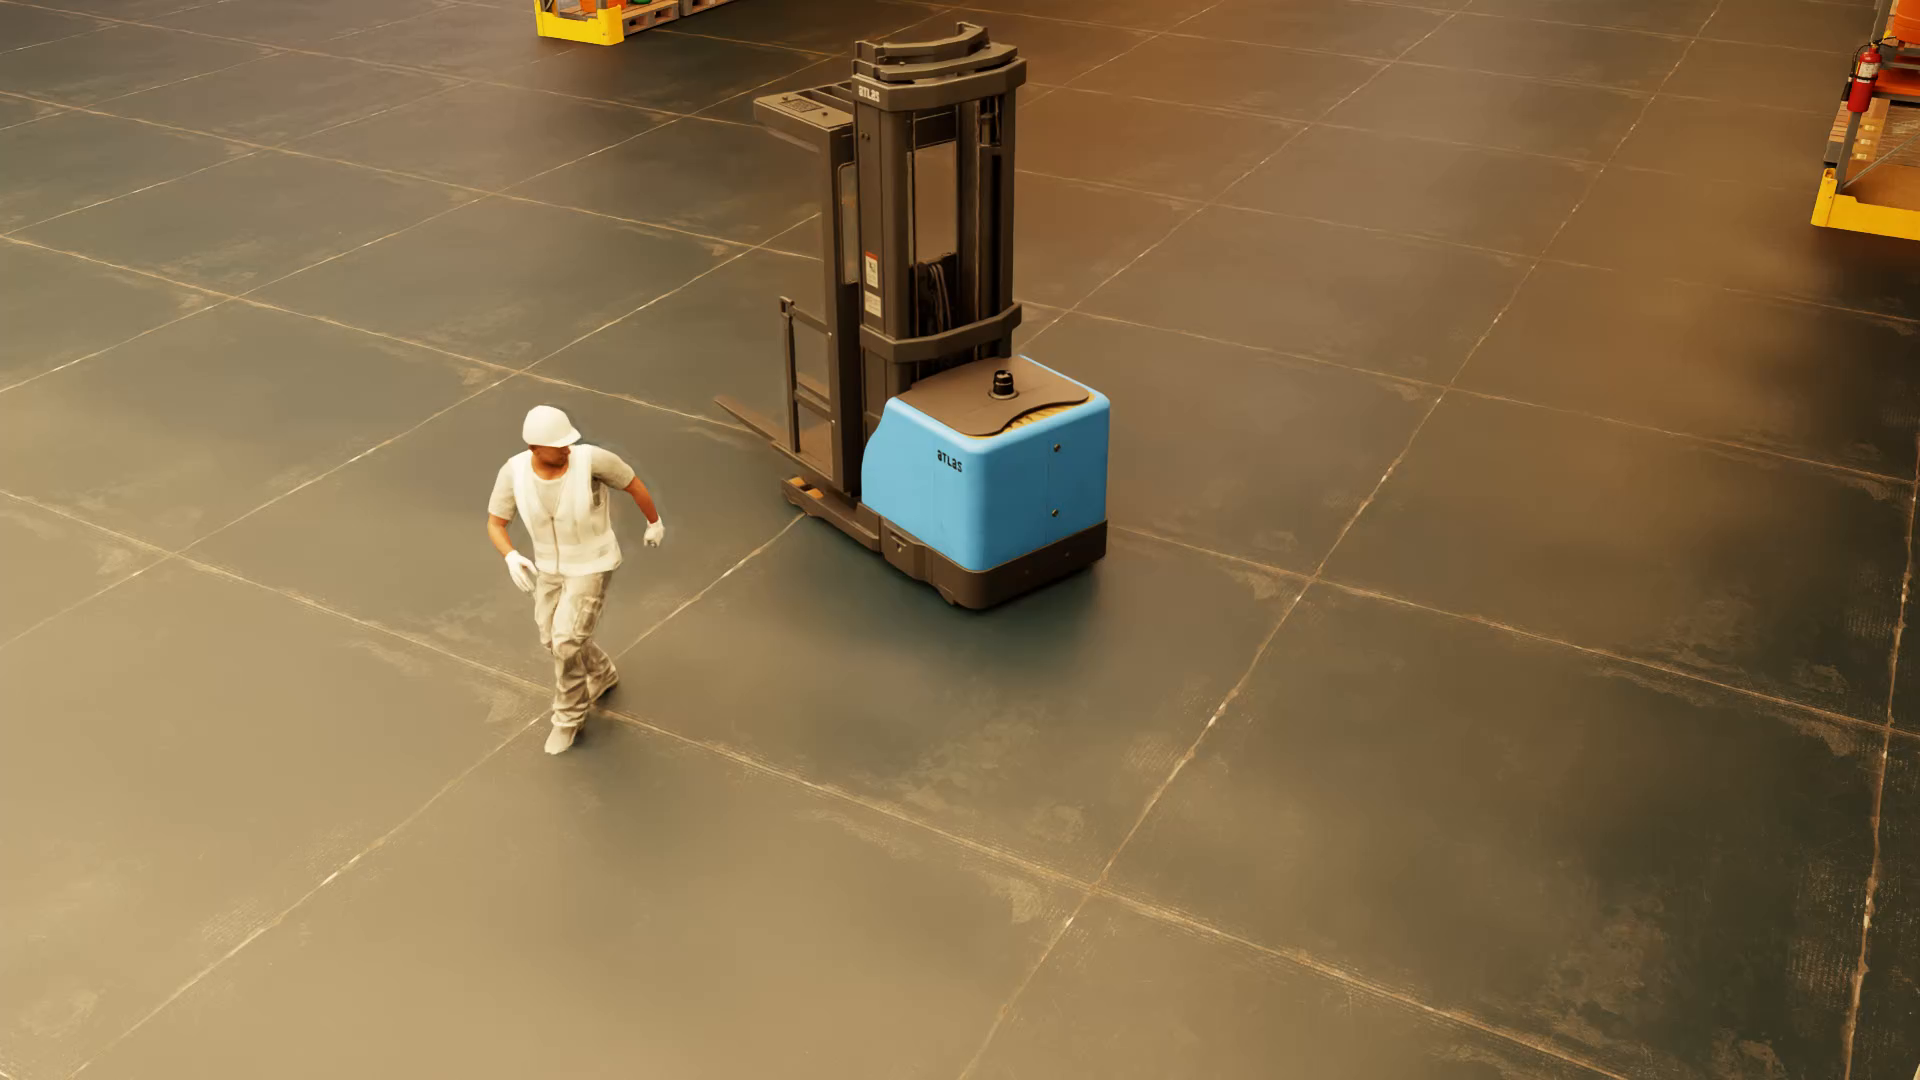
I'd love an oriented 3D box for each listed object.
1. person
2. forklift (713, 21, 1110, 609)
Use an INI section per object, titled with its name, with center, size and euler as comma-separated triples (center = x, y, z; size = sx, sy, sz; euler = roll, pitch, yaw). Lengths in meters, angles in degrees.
[person]
center = -1.897, 0.139, 8.104
size = 0.620, 1.775, 0.869
euler = 13, 32, 21
[forklift]
center = -0.461, -1.556, 9.766
size = 1.130, 2.935, 3.031
euler = -22, 37, -33
